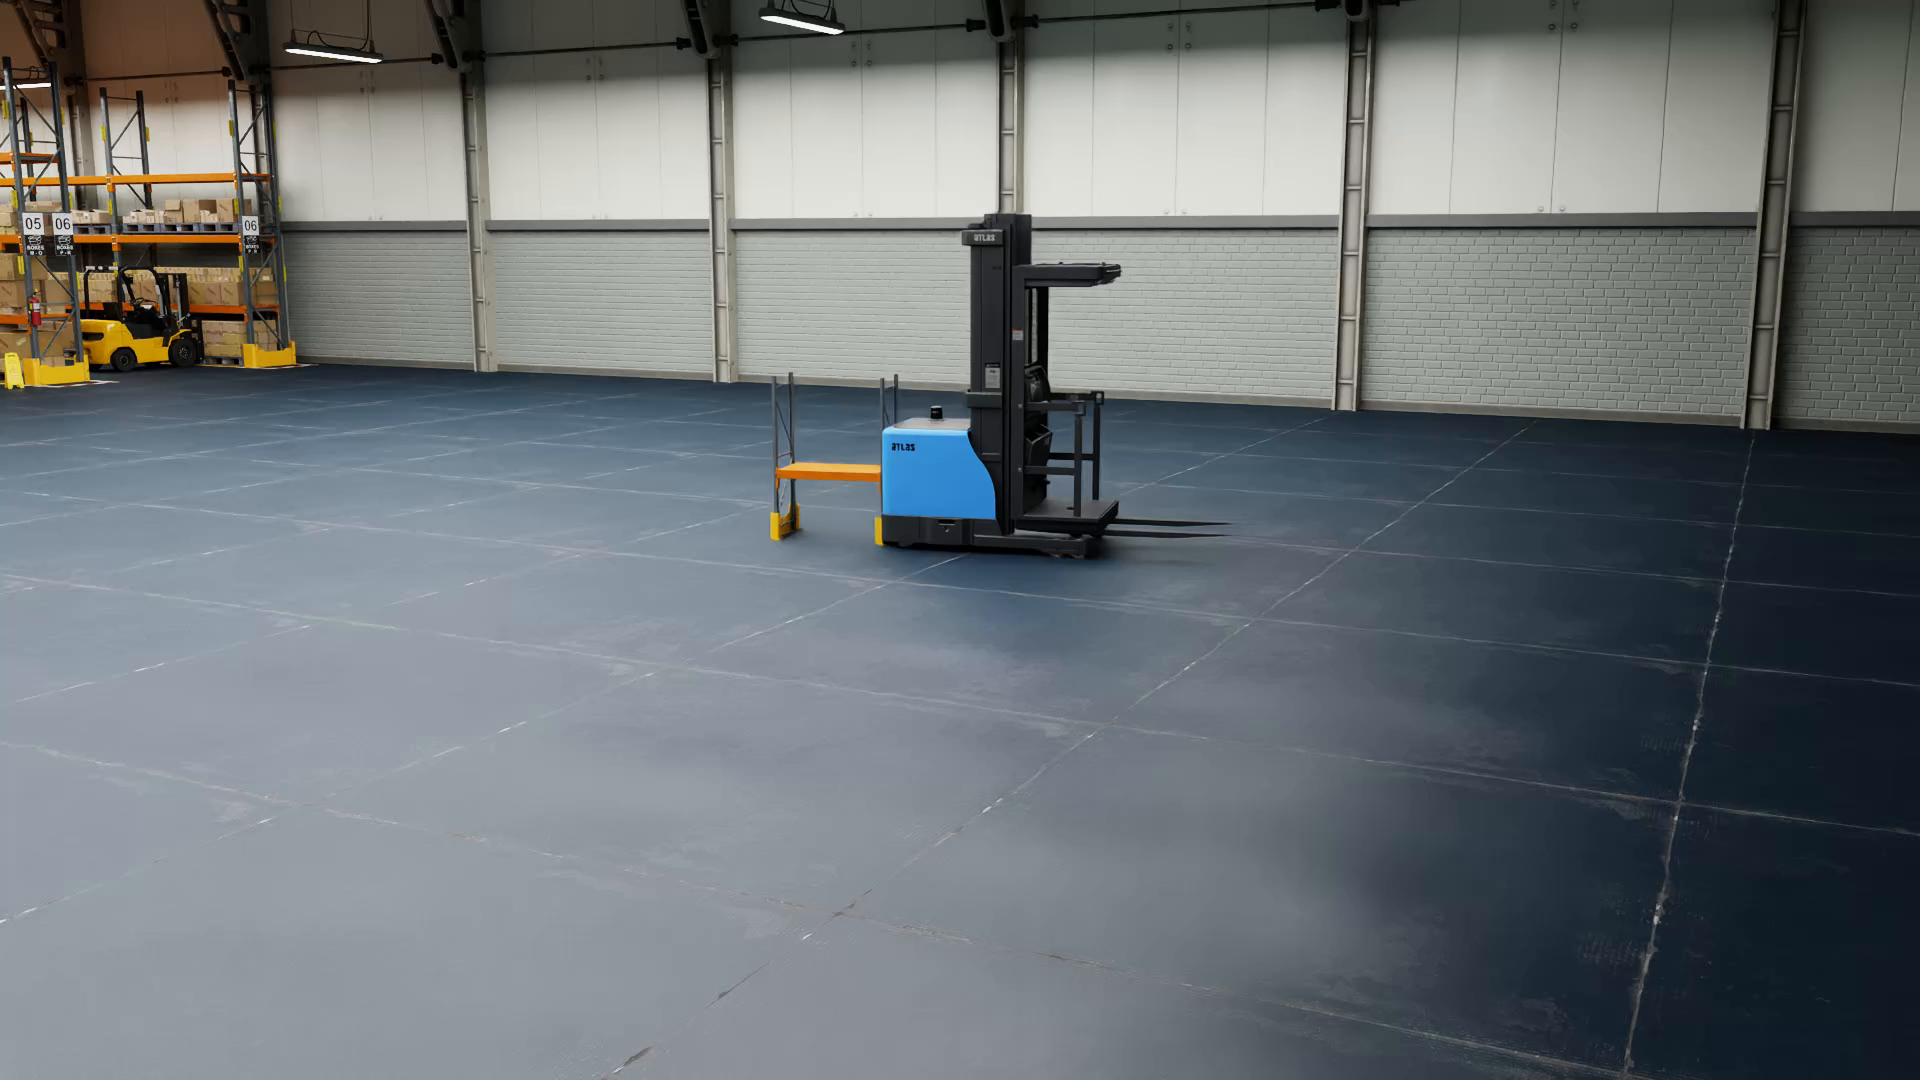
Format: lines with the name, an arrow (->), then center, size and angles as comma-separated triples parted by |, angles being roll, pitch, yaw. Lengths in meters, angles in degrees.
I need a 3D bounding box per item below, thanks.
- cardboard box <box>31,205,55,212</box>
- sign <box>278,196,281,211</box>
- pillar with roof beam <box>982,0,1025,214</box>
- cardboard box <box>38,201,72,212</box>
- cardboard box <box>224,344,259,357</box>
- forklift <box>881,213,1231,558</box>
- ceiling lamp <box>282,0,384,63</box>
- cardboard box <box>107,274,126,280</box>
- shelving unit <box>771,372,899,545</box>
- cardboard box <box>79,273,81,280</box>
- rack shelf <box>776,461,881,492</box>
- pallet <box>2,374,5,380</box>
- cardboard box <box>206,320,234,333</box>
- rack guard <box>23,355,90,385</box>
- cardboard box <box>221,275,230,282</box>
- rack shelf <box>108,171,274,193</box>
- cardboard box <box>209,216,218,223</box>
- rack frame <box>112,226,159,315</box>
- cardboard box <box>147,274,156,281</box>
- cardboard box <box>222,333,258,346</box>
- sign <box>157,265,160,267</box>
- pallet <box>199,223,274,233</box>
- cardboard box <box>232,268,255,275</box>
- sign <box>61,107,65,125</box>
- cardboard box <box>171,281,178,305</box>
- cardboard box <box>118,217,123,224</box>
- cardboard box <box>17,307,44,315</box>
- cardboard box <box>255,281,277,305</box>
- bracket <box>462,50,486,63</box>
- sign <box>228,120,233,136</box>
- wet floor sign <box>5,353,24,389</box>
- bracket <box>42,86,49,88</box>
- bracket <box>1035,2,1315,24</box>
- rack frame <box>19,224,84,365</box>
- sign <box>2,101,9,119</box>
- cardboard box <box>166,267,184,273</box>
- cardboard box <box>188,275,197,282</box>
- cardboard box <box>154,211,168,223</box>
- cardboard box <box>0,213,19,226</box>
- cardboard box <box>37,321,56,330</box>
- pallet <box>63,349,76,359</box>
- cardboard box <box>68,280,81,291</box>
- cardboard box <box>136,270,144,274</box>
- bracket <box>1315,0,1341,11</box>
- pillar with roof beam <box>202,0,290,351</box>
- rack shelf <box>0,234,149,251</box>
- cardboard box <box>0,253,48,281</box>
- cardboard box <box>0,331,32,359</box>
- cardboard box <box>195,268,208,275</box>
cardboard box -> -17.474, -6.293, 31.641 | 0.250, 0.149, 0.380 | 5, 11, 25
sign -> -14.801, -7.314, 36.139 | 0.005, 0.325, 0.100 | 5, 11, 26
pillar with roof beam -> -1.041, -6.325, 24.932 | 0.548, 9.000, 9.100 | 5, 11, 26
cardboard box -> -20.772, -7.516, 38.191 | 0.500, 0.500, 0.500 | 5, 12, 27
cardboard box -> -15.614, -4.121, 36.137 | 0.500, 0.250, 0.500 | 5, 11, 26
forklift -> 0.873, -1.388, 14.687 | 3.031, 2.935, 1.130 | 3, 11, 14
ceiling lamp -> -10.675, -9.956, 28.602 | 0.800, 3.185, 2.000 | 5, 11, 26
cardboard box -> -19.044, -5.955, 37.631 | 0.250, 0.149, 0.380 | 5, 12, 28
shelving unit -> -1.142, -0.763, 15.254 | 1.083, 1.500, 0.587 | 3, 11, 14
cardboard box -> -19.981, -6.031, 38.047 | 0.250, 0.149, 0.380 | 5, 11, 24
rack shelf -> -1.133, -0.585, 15.284 | 1.000, 0.185, 0.538 | 3, 11, 14
pallet -> -19.116, -3.287, 32.820 | 1.213, 0.211, 1.003 | 5, 11, 26
cardboard box -> -16.064, -4.652, 36.264 | 0.500, 0.250, 0.500 | 5, 12, 27
rack guard -> -17.313, -3.263, 31.877 | 0.348, 0.500, 1.175 | 5, 11, 26
cardboard box -> -15.730, -5.647, 35.926 | 0.250, 0.149, 0.380 | 5, 12, 27
rack shelf -> -16.846, -7.839, 36.440 | 4.000, 0.370, 1.077 | 5, 11, 26
cardboard box -> -15.930, -6.905, 35.805 | 0.250, 0.149, 0.380 | 5, 11, 24
rack frame -> -18.640, -5.596, 37.745 | 0.127, 3.000, 1.000 | 5, 11, 26
cardboard box -> -17.803, -5.829, 36.934 | 0.250, 0.149, 0.380 | 5, 12, 27
cardboard box -> -15.627, -4.368, 36.103 | 0.500, 0.250, 0.500 | 5, 11, 25
sign -> -18.395, -6.149, 38.151 | 0.005, 0.325, 0.100 | 5, 11, 26
pallet -> -15.675, -6.773, 36.075 | 1.213, 0.211, 1.003 | 5, 11, 26
cardboard box -> -15.467, -5.790, 35.880 | 0.250, 0.149, 0.380 | 5, 11, 26
sign -> -17.005, -8.025, 31.476 | 0.005, 0.325, 0.100 | 5, 11, 26
cardboard box -> -16.986, -5.447, 36.643 | 0.500, 0.500, 0.500 | 5, 11, 26
cardboard box -> -19.314, -7.302, 37.997 | 0.250, 0.149, 0.380 | 5, 11, 26
cardboard box -> -17.675, -4.359, 31.618 | 0.250, 0.149, 0.380 | 5, 12, 28
cardboard box -> -15.374, -5.413, 36.455 | 0.500, 0.500, 0.500 | 5, 12, 28
bracket -> -9.682, -9.640, 33.141 | 0.430, 0.232, 0.235 | 5, 11, 26
sign -> -15.305, -8.646, 34.906 | 0.005, 0.325, 0.100 | 5, 11, 26
wet floor sign -> -17.548, -3.143, 30.804 | 0.267, 0.644, 0.232 | -10, 14, -43
bracket -> -21.188, -10.651, 38.727 | 0.430, 0.232, 0.235 | 5, 11, 26
bracket -> 3.405, -8.490, 26.787 | 4.783, 0.066, 0.076 | 5, 11, 26
rack frame -> -17.245, -4.487, 31.622 | 0.127, 3.000, 1.000 | 5, 11, 26
sign -> -17.509, -7.890, 30.509 | 0.005, 0.325, 0.100 | 5, 11, 26
cardboard box -> -17.295, -5.949, 36.760 | 0.250, 0.149, 0.380 | 5, 11, 26
cardboard box -> -16.648, -5.729, 36.377 | 0.250, 0.149, 0.380 | 5, 11, 26
cardboard box -> -17.443, -7.096, 36.529 | 0.258, 0.266, 0.396 | 5, 11, 24
cardboard box -> -17.823, -6.033, 31.326 | 0.500, 0.250, 0.500 | 5, 11, 25
cardboard box -> -21.084, -4.847, 39.100 | 0.625, 0.625, 0.875 | 5, 12, 28
pallet -> -20.416, -4.371, 38.810 | 1.213, 0.211, 1.003 | 5, 11, 26
cardboard box -> -20.113, -5.846, 38.147 | 0.500, 0.250, 0.500 | 5, 12, 27
cardboard box -> -18.203, -6.035, 37.233 | 0.250, 0.149, 0.380 | 5, 11, 27
bracket -> 5.716, -8.287, 25.665 | 0.430, 0.232, 0.235 | 5, 11, 26
pillar with roof beam -> -17.183, -7.744, 32.769 | 0.548, 9.000, 9.100 | 5, 11, 26
rack shelf -> -20.433, -6.875, 38.413 | 4.000, 0.370, 1.077 | 5, 11, 26
cardboard box -> -17.800, -5.180, 31.527 | 0.500, 0.500, 0.700 | 5, 11, 24
cardboard box -> -18.079, -3.731, 31.881 | 0.500, 0.500, 0.500 | 5, 11, 26
cardboard box -> -16.421, -5.855, 36.240 | 0.250, 0.149, 0.380 | 5, 12, 27
